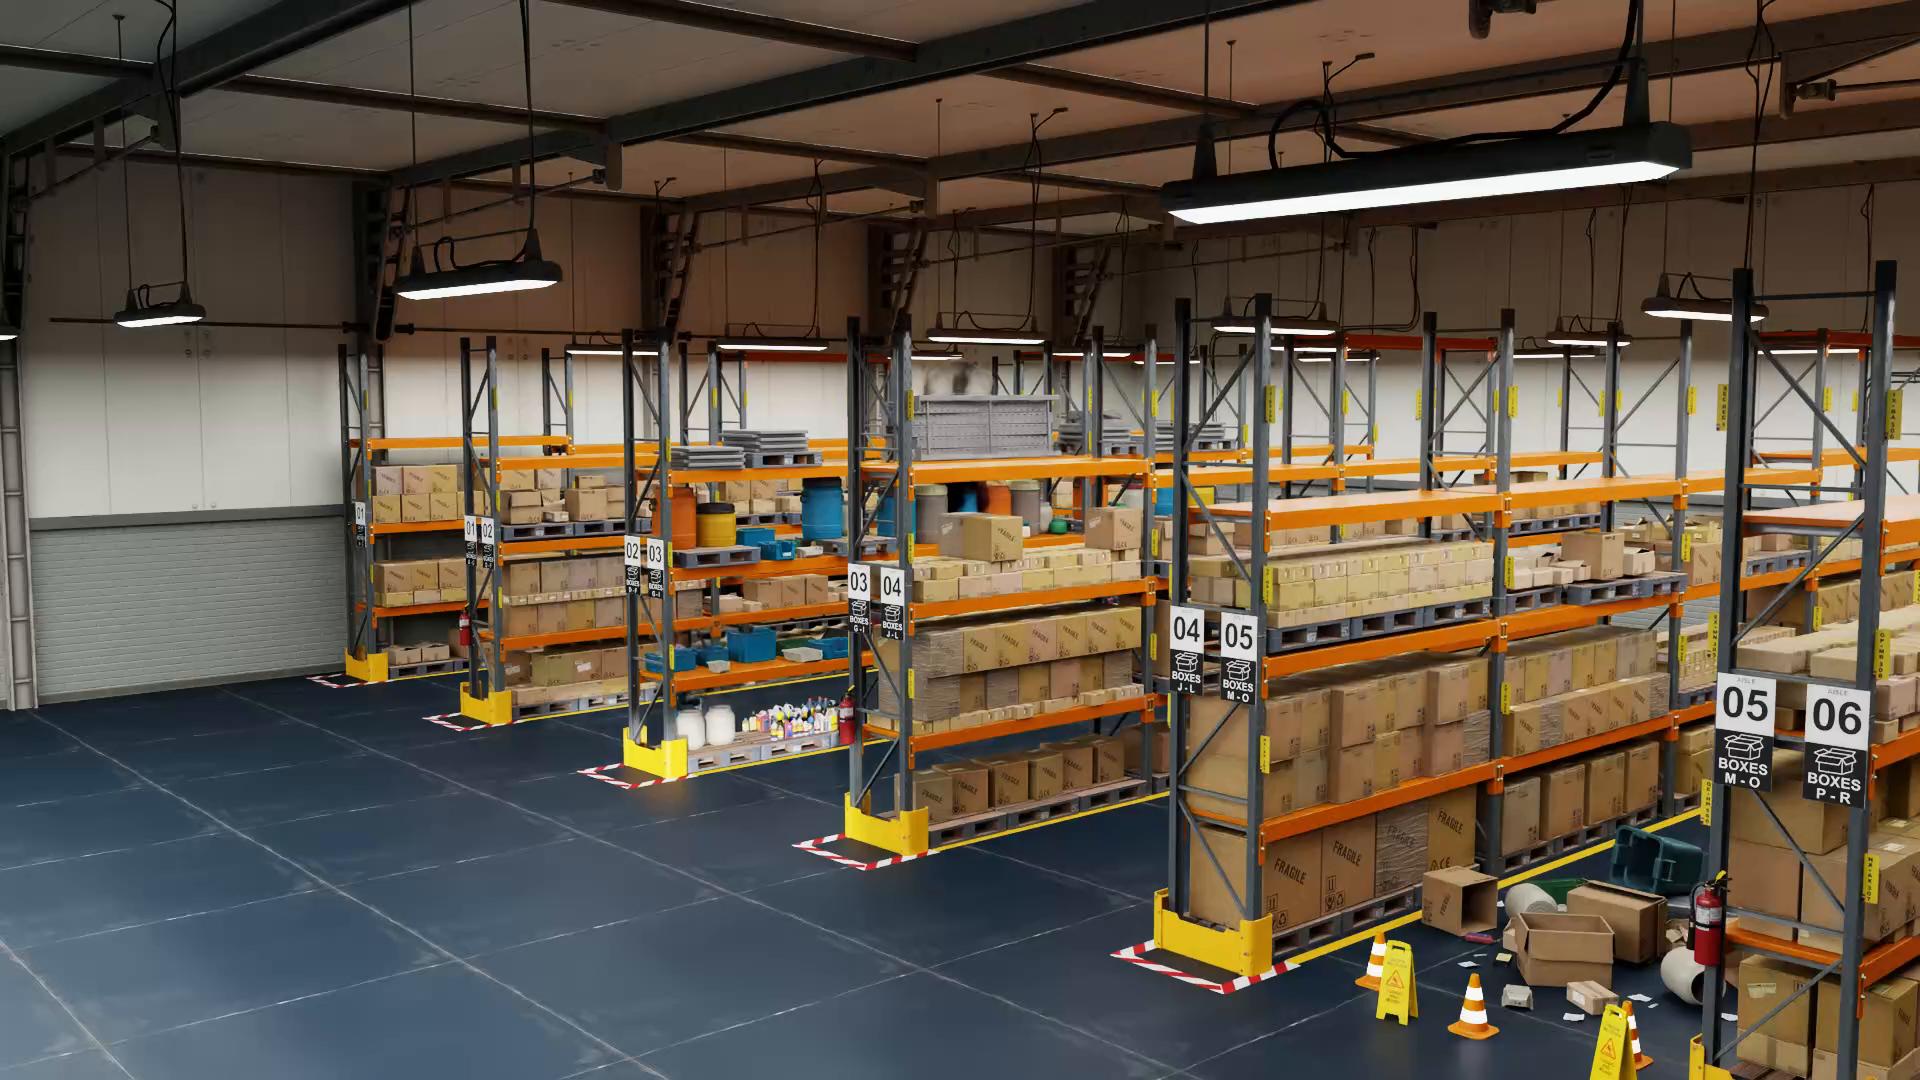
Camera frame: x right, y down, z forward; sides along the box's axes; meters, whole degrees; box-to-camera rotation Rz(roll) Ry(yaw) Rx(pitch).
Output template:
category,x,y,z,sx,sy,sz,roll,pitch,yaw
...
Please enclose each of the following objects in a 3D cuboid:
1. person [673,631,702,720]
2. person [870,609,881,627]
category,x,y,z,sx,sy,sz,roll,pitch,yaw
person,-4.245,2.146,25.477,0.529,1.521,0.753,3,6,33
person,-1.623,1.396,33.953,0.585,1.485,0.661,-4,6,-37
